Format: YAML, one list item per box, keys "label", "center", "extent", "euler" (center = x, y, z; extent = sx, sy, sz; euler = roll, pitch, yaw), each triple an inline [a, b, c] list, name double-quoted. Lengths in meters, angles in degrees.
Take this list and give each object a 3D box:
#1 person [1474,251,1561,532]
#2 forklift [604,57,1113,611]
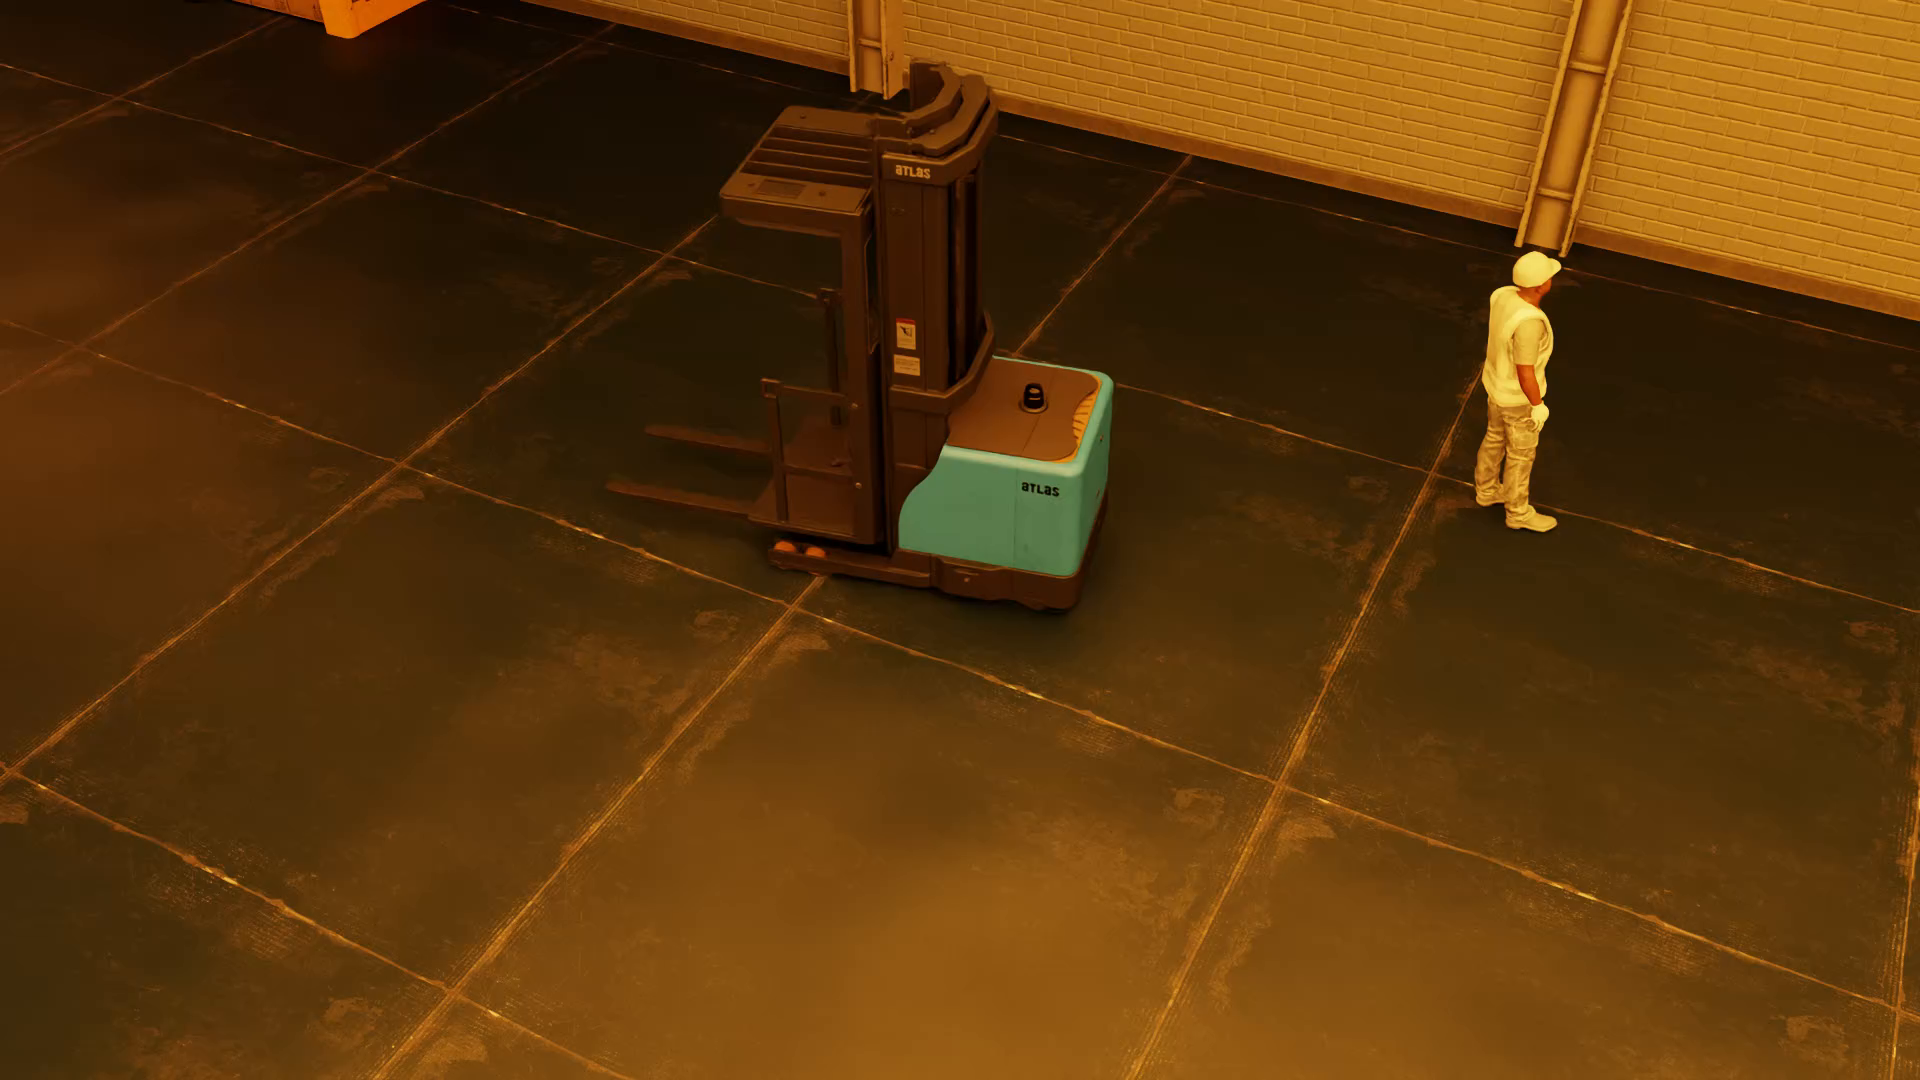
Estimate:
- label: "person"
  center: [3.398, -0.916, 9.955]
  extent: [0.577, 1.782, 0.655]
  euler: [-3, 40, -3]
- label: "forklift"
  center: [-0.662, -1.230, 9.447]
  extent: [3.031, 2.935, 1.130]
  euler: [10, 41, 11]
